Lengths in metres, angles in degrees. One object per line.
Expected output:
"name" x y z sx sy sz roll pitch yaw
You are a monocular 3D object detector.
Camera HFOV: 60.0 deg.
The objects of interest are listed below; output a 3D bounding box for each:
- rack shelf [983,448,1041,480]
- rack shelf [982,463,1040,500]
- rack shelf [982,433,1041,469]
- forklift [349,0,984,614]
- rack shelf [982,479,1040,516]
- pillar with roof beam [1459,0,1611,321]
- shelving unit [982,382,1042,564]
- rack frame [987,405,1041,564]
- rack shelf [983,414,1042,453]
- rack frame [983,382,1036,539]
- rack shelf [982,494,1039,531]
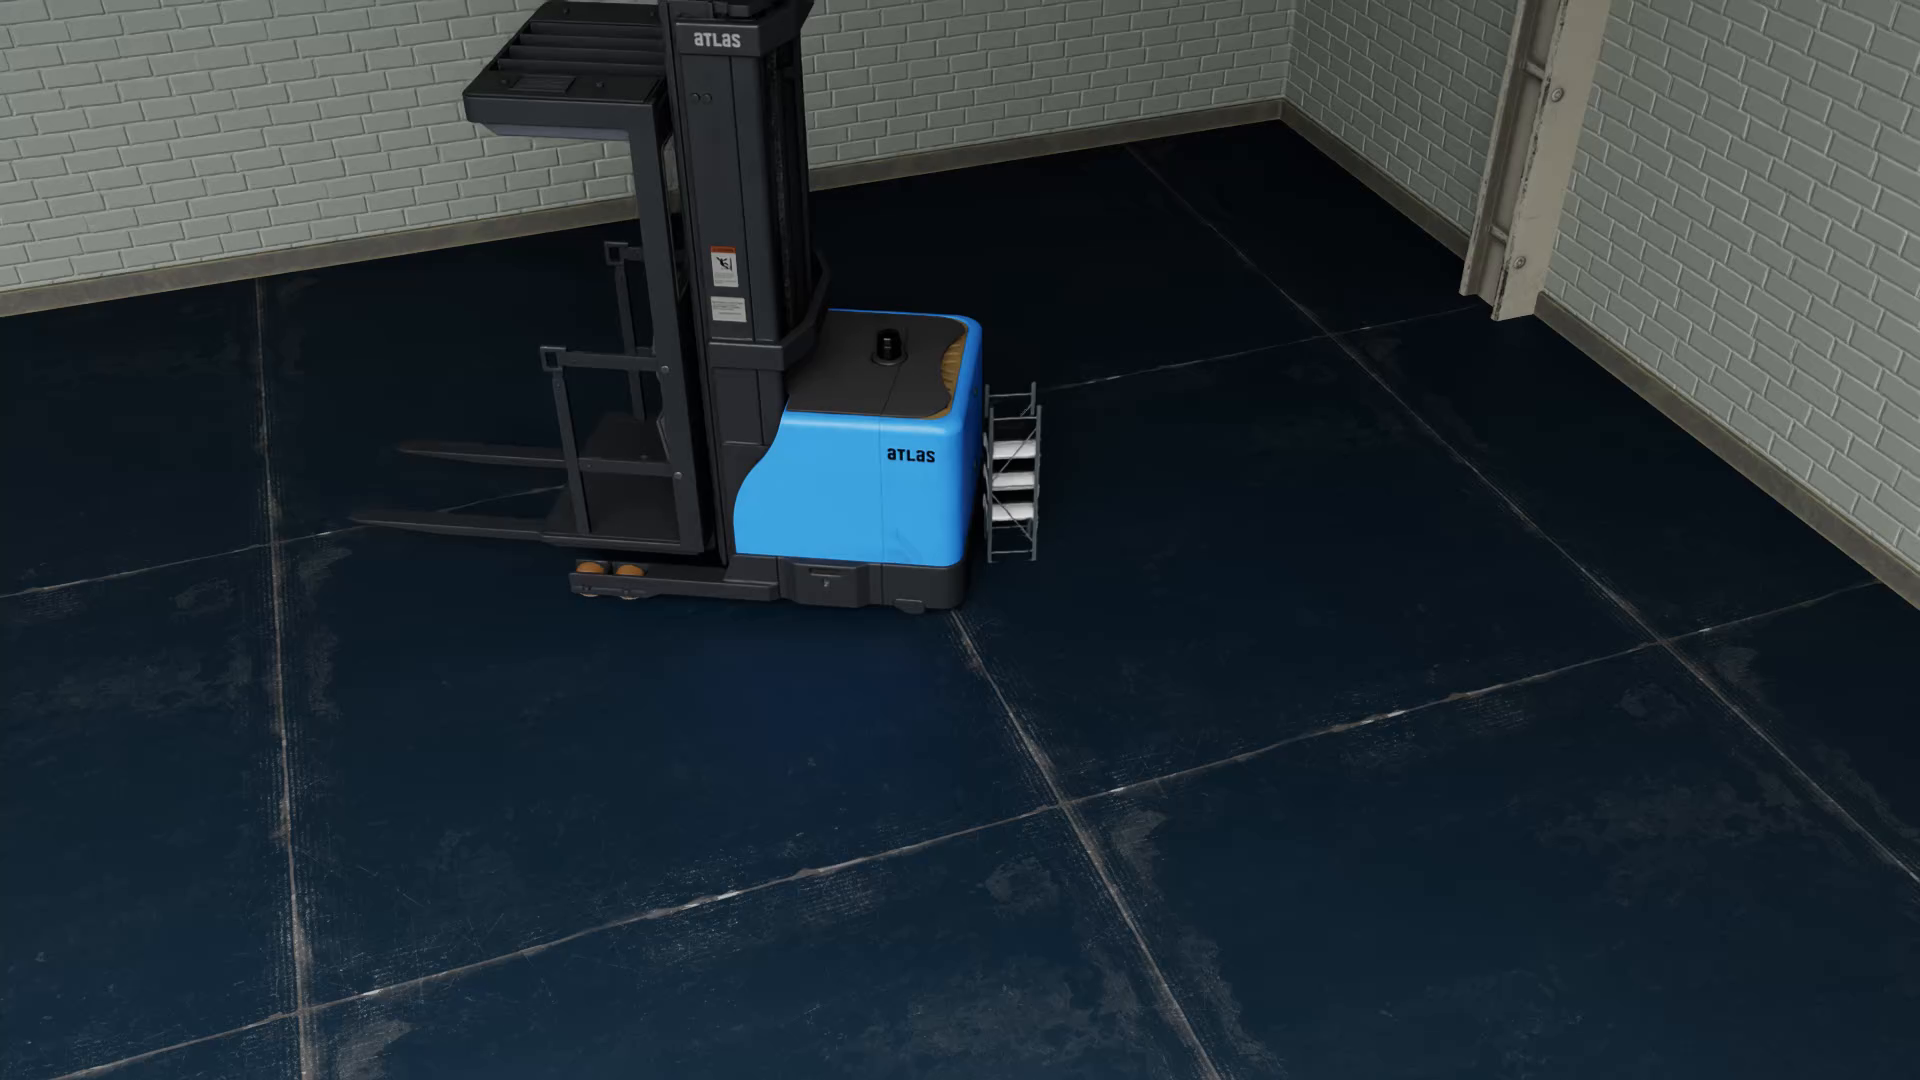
"rack shelf" 0.245 -0.358 7.944 0.258 0.077 0.200 -3 37 -4
"rack shelf" 0.245 -0.286 7.998 0.258 0.077 0.200 -3 37 -4
"rack shelf" 0.245 -0.430 7.890 0.258 0.077 0.200 -3 37 -4
"forklift" -1.432 -1.197 7.464 3.031 2.935 1.130 4 37 5
"rack shelf" 0.245 -0.214 8.052 0.258 0.077 0.200 -3 37 -4
"pillar with roof beam" -0.723 -4.171 6.368 9.100 9.000 0.400 -12 39 -16
"shelving unit" 0.245 -0.313 7.978 0.258 0.900 0.210 -3 37 -4
"rack frame" 0.254 -0.252 7.897 0.240 0.900 0.006 -3 37 -4
"rack shelf" 0.245 -0.502 7.836 0.258 0.077 0.200 -3 37 -4
"rack frame" 0.236 -0.374 8.059 0.240 0.900 0.006 -3 37 -4
"rack shelf" 0.245 -0.143 8.106 0.258 0.077 0.200 -3 37 -4
